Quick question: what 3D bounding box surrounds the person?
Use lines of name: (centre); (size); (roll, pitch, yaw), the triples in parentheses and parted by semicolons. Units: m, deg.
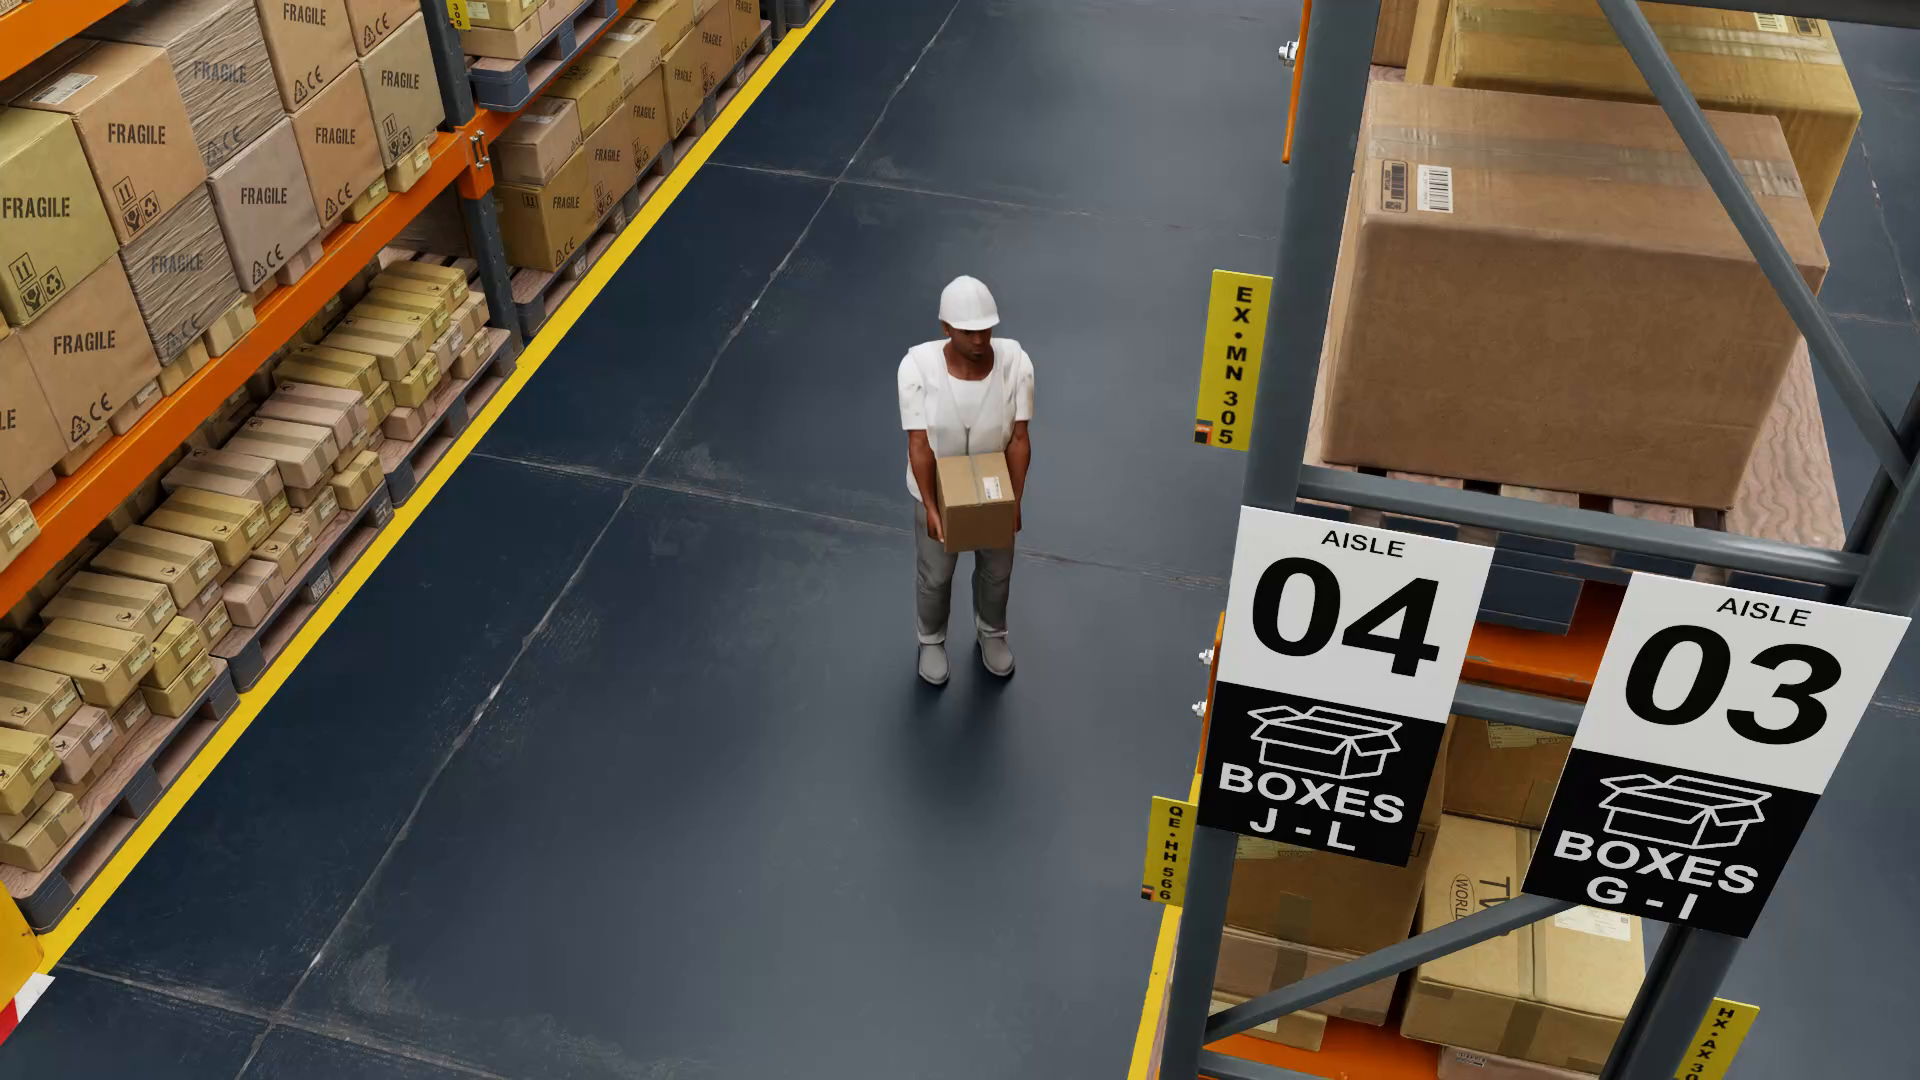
person: (0.042, -0.140, 6.306); (0.503, 1.760, 0.586); (-5, 41, -6)
